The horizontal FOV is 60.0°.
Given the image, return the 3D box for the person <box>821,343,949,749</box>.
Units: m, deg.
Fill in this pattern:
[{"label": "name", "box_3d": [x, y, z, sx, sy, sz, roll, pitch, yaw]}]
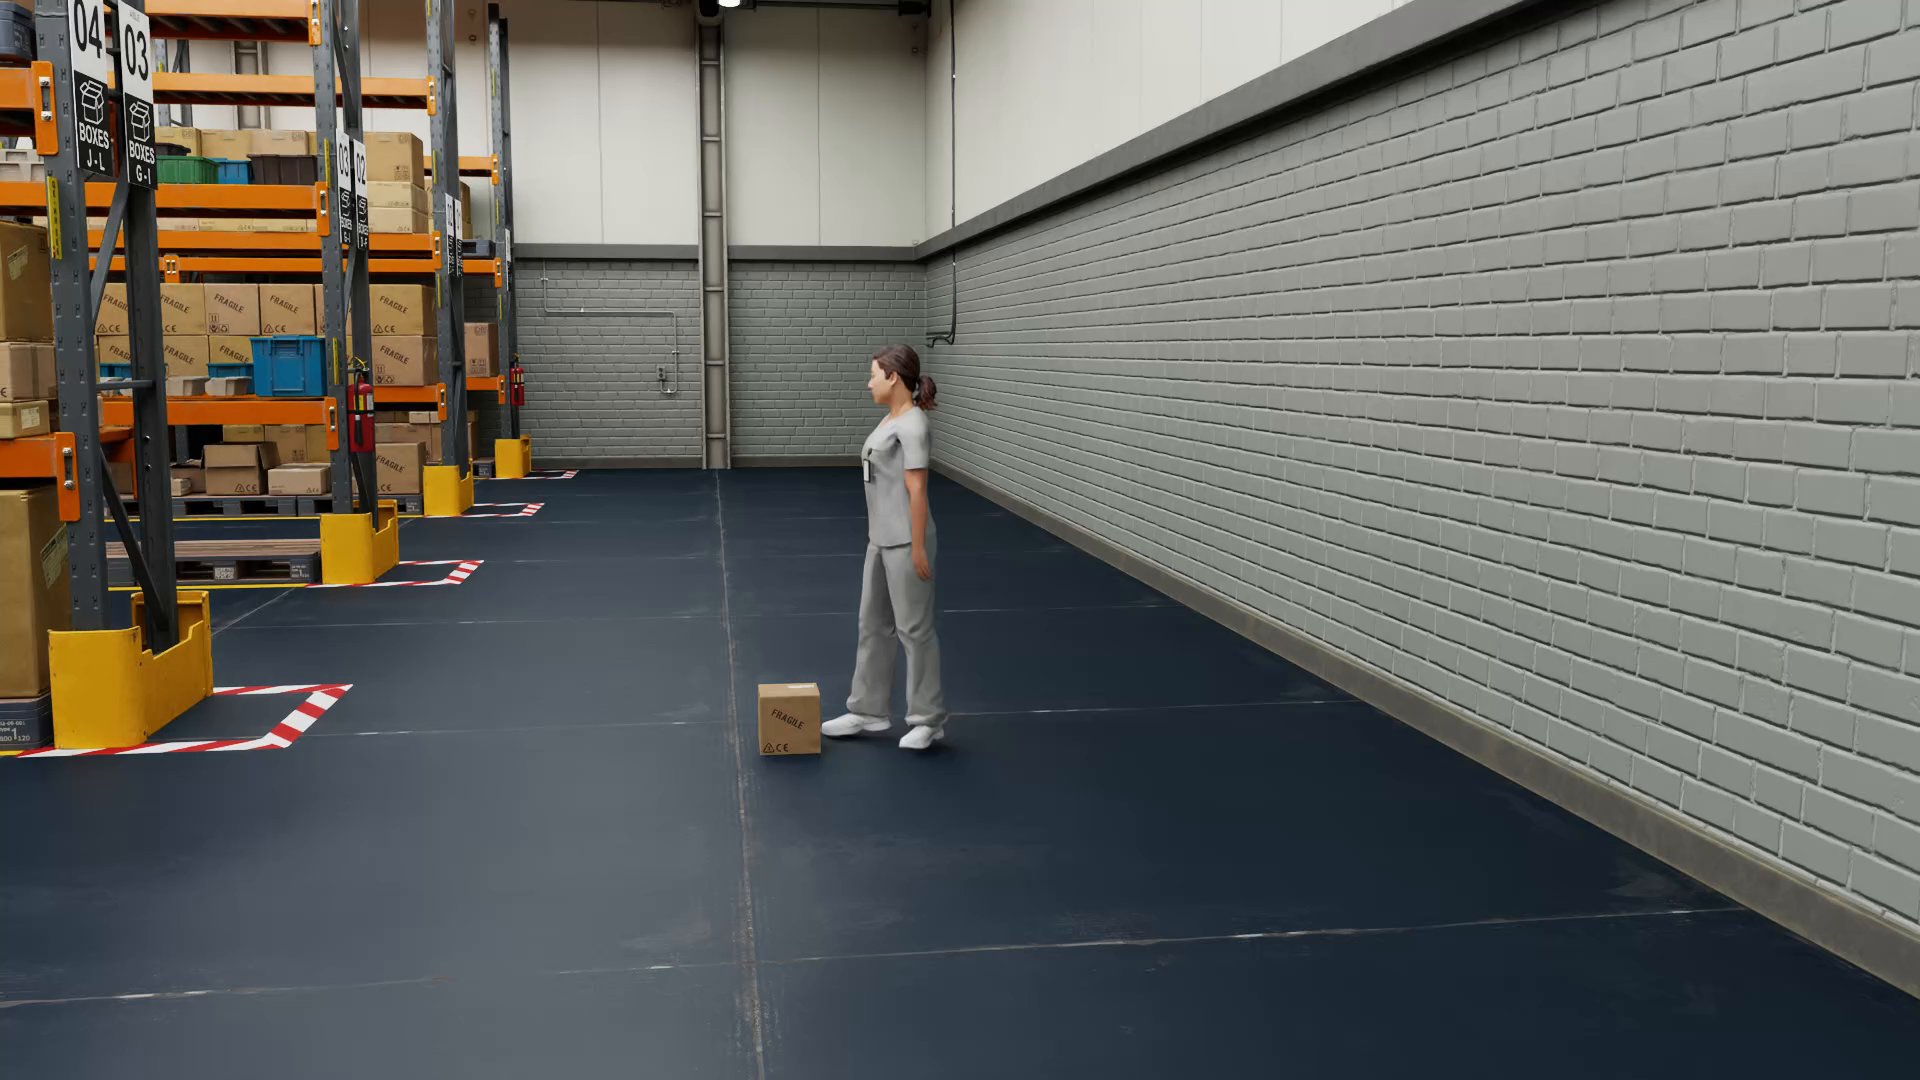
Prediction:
[{"label": "person", "box_3d": [-0.309, 0.019, 6.990, 0.501, 1.680, 0.540, -2, 7, -18]}]
